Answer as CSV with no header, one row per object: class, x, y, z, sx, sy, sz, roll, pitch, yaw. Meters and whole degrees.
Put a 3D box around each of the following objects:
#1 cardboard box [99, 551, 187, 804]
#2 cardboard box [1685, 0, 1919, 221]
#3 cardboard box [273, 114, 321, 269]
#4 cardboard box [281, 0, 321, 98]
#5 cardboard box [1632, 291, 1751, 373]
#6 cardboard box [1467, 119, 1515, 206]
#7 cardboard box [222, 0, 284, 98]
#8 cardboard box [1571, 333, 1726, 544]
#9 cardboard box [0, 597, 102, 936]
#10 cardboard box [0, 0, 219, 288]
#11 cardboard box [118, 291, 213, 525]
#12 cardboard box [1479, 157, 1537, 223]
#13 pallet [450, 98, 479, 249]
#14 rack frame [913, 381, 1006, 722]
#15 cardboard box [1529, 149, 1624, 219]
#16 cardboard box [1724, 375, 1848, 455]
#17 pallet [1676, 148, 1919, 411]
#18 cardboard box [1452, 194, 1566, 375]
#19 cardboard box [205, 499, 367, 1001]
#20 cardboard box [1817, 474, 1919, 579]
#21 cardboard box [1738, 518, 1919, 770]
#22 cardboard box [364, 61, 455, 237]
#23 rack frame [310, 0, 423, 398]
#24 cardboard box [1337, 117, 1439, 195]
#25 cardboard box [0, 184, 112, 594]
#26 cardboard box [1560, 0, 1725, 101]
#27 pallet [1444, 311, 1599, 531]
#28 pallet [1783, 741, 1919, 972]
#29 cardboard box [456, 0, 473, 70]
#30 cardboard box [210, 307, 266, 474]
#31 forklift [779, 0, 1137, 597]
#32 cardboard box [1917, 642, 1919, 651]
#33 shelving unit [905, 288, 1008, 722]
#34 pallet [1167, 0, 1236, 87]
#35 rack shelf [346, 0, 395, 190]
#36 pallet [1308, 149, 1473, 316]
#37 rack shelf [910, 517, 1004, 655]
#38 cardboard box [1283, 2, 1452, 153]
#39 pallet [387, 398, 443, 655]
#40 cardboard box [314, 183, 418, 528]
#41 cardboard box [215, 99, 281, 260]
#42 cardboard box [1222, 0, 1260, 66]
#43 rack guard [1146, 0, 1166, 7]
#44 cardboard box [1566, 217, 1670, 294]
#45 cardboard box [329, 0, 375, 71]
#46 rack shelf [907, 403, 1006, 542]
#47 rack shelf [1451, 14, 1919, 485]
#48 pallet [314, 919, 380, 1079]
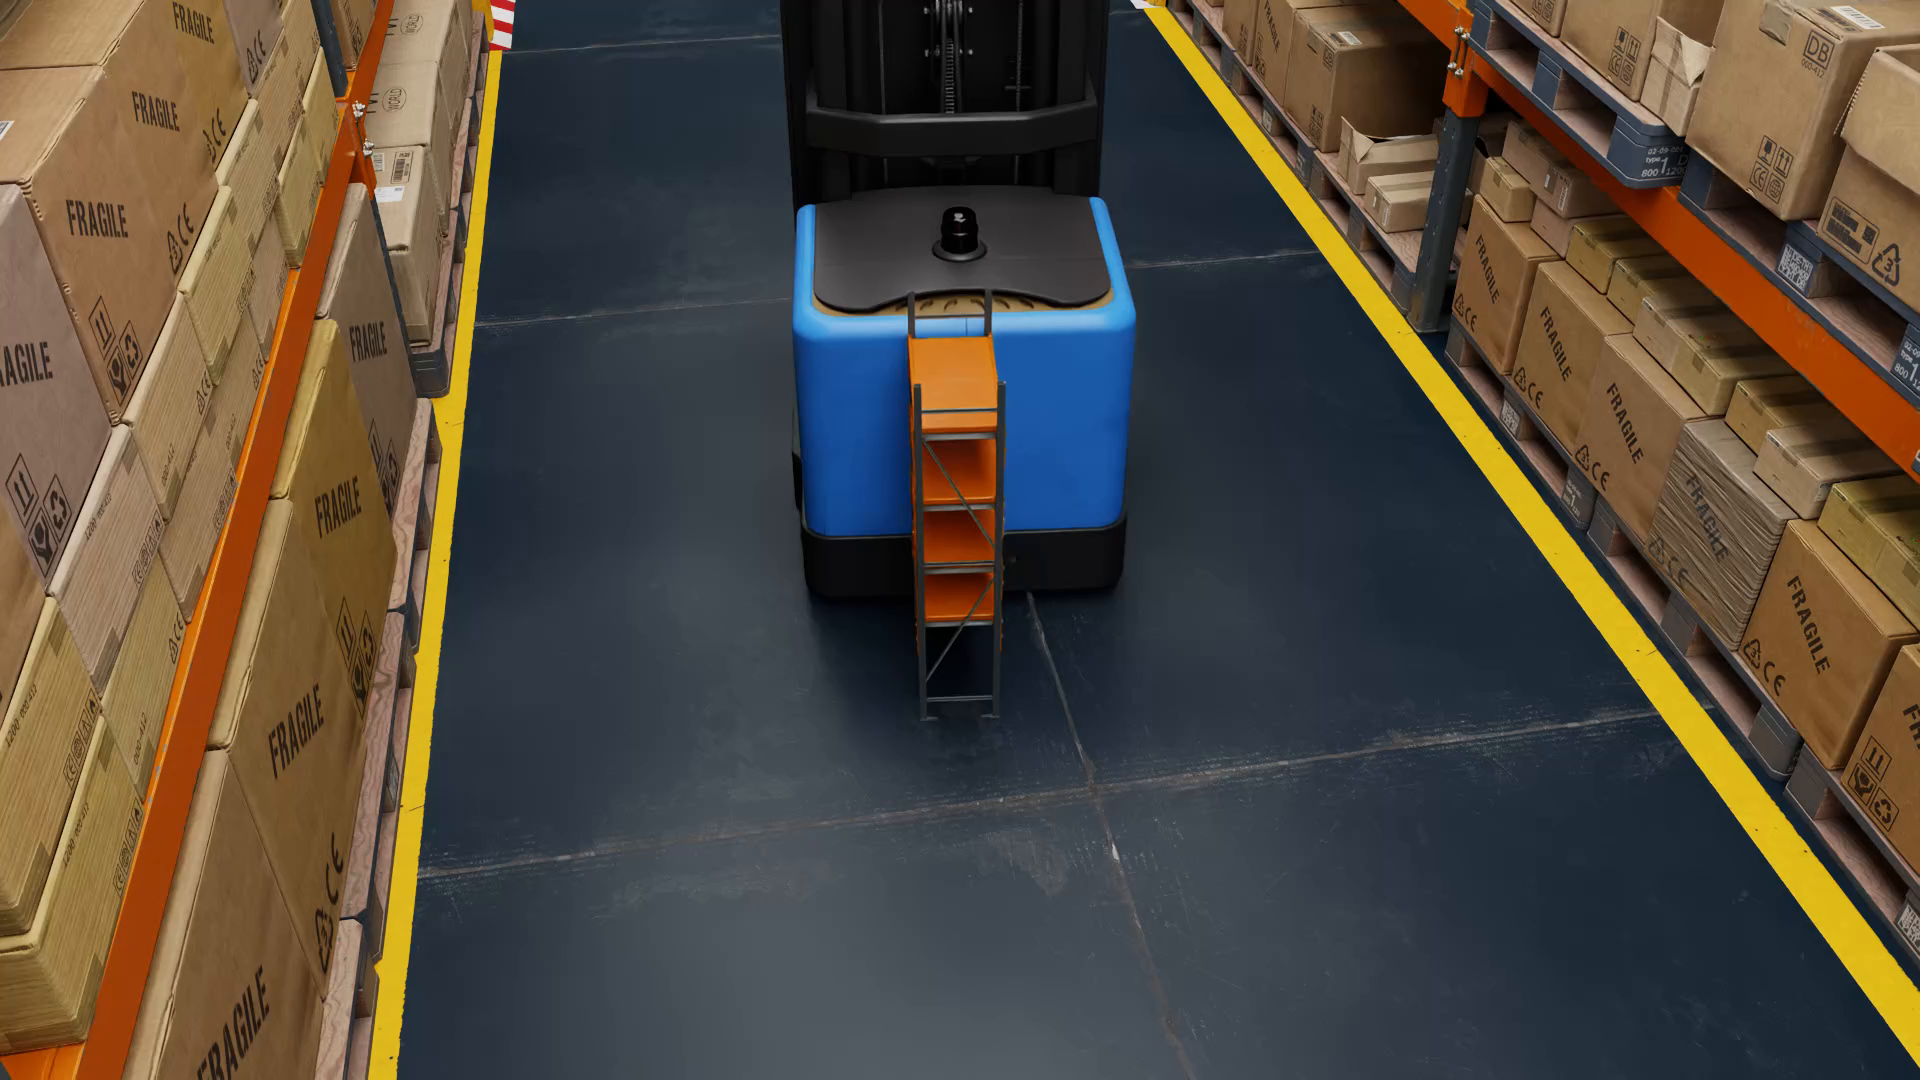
cardboard box,-1.771,0.264,3.088,0.500,0.250,0.500,-7,38,-9
cardboard box,2.453,-1.219,4.450,0.700,0.500,0.500,-6,38,-8
cardboard box,-2.111,-0.970,4.675,0.500,0.250,0.500,-7,38,-9
cardboard box,-2.210,-1.478,4.923,0.500,0.250,0.500,-6,38,-8
cardboard box,2.410,-0.674,5.339,0.380,0.149,0.250,-6,38,-8
cardboard box,2.477,-1.645,7.272,0.500,0.311,0.500,-5,38,-6
cardboard box,-2.103,-1.460,4.288,0.500,0.500,0.500,-6,38,-7
cardboard box,2.409,-0.356,5.459,0.500,0.500,0.500,-7,38,-9
cardboard box,-1.671,0.365,2.550,0.500,0.250,0.500,-6,38,-8
cardboard box,-1.928,-0.841,3.491,0.500,0.500,0.500,-6,38,-7
cardboard box,-1.836,-0.250,3.341,0.500,0.250,0.500,-6,38,-8
cardboard box,2.161,-1.306,6.153,0.380,0.149,0.250,-5,38,-6
pallet,-2.800,-1.685,7.747,1.003,0.211,1.213,-6,38,-8
rack frame,-0.001,0.068,4.684,0.240,1.200,0.015,-2,38,-3
cardboard box,2.253,-1.272,5.866,0.380,0.149,0.250,-8,39,-10
cardboard box,2.527,-0.364,4.940,0.380,0.149,0.250,-6,38,-8
pallet,2.715,-0.799,4.490,1.003,0.211,1.213,-6,38,-8
cardboard box,2.223,-0.979,6.260,0.500,0.500,0.500,-5,38,-6
cardboard box,-2.017,0.543,3.995,0.875,0.875,0.875,-6,38,-7
cardboard box,2.598,-0.047,4.532,0.380,0.149,0.250,-7,38,-9
cardboard box,2.603,0.269,4.654,0.500,0.500,0.500,-5,38,-6
cardboard box,-2.688,-1.666,7.195,0.875,0.438,0.875,-7,38,-9
rack frame,-2.526,-1.580,5.339,1.000,3.000,0.127,-6,38,-8
cardboard box,1.910,-1.723,7.409,0.396,0.266,0.258,-5,38,-6
cardboard box,-1.767,-0.222,2.694,0.500,0.500,0.500,-6,38,-8
cardboard box,2.315,-1.693,5.060,0.700,0.500,0.500,-6,38,-7
pallet,2.539,-0.528,6.258,1.003,0.211,1.213,-6,38,-8
pallet,2.967,0.946,4.361,1.003,0.211,1.213,-6,38,-8
cardboard box,-3.014,-2.763,8.607,0.875,0.438,0.875,-7,38,-9
cardboard box,-1.947,-0.351,3.879,0.500,0.250,0.500,-6,38,-8
forklift,-0.065,-1.857,5.751,1.130,2.935,3.031,-2,38,-3
cardboard box,2.644,0.268,4.126,0.380,0.149,0.250,-7,38,-9
shelving unit,-0.015,-0.081,4.876,0.258,1.200,0.503,-2,38,-3
pallet,1.812,-2.904,9.316,1.003,0.211,1.213,-6,38,-8
rack shelf,-2.877,-2.504,7.115,1.077,0.370,4.000,-6,38,-8
pallet,2.240,-1.430,7.419,1.003,0.211,1.213,-6,38,-8
rack shelf,-0.015,0.129,5.039,0.258,0.148,0.480,-2,38,-3
cardboard box,1.966,-2.184,7.812,0.700,0.500,0.500,-8,38,-10
pallet,-2.317,-0.021,5.605,1.003,0.211,1.213,-6,38,-8
cardboard box,-2.339,-0.541,5.391,0.875,0.875,0.875,-5,38,-7
cardboard box,-2.018,-0.865,4.133,0.500,0.250,0.500,-5,38,-7
cardboard box,1.784,-2.811,8.619,0.700,0.500,0.500,-5,38,-6
rack guard,1.672,-3.500,9.847,1.175,0.500,0.348,-6,38,-8
cardboard box,2.342,-0.993,5.750,0.380,0.149,0.250,-8,39,-10
cardboard box,-2.351,-1.932,5.710,0.500,0.500,0.500,-5,38,-6
rack shelf,-0.015,-0.205,4.780,0.258,0.148,0.480,-2,38,-3
rack shelf,2.710,-0.624,4.695,1.077,0.370,4.000,-6,38,-8
pallet,-1.889,1.452,3.708,1.003,0.211,1.213,-6,38,-8
